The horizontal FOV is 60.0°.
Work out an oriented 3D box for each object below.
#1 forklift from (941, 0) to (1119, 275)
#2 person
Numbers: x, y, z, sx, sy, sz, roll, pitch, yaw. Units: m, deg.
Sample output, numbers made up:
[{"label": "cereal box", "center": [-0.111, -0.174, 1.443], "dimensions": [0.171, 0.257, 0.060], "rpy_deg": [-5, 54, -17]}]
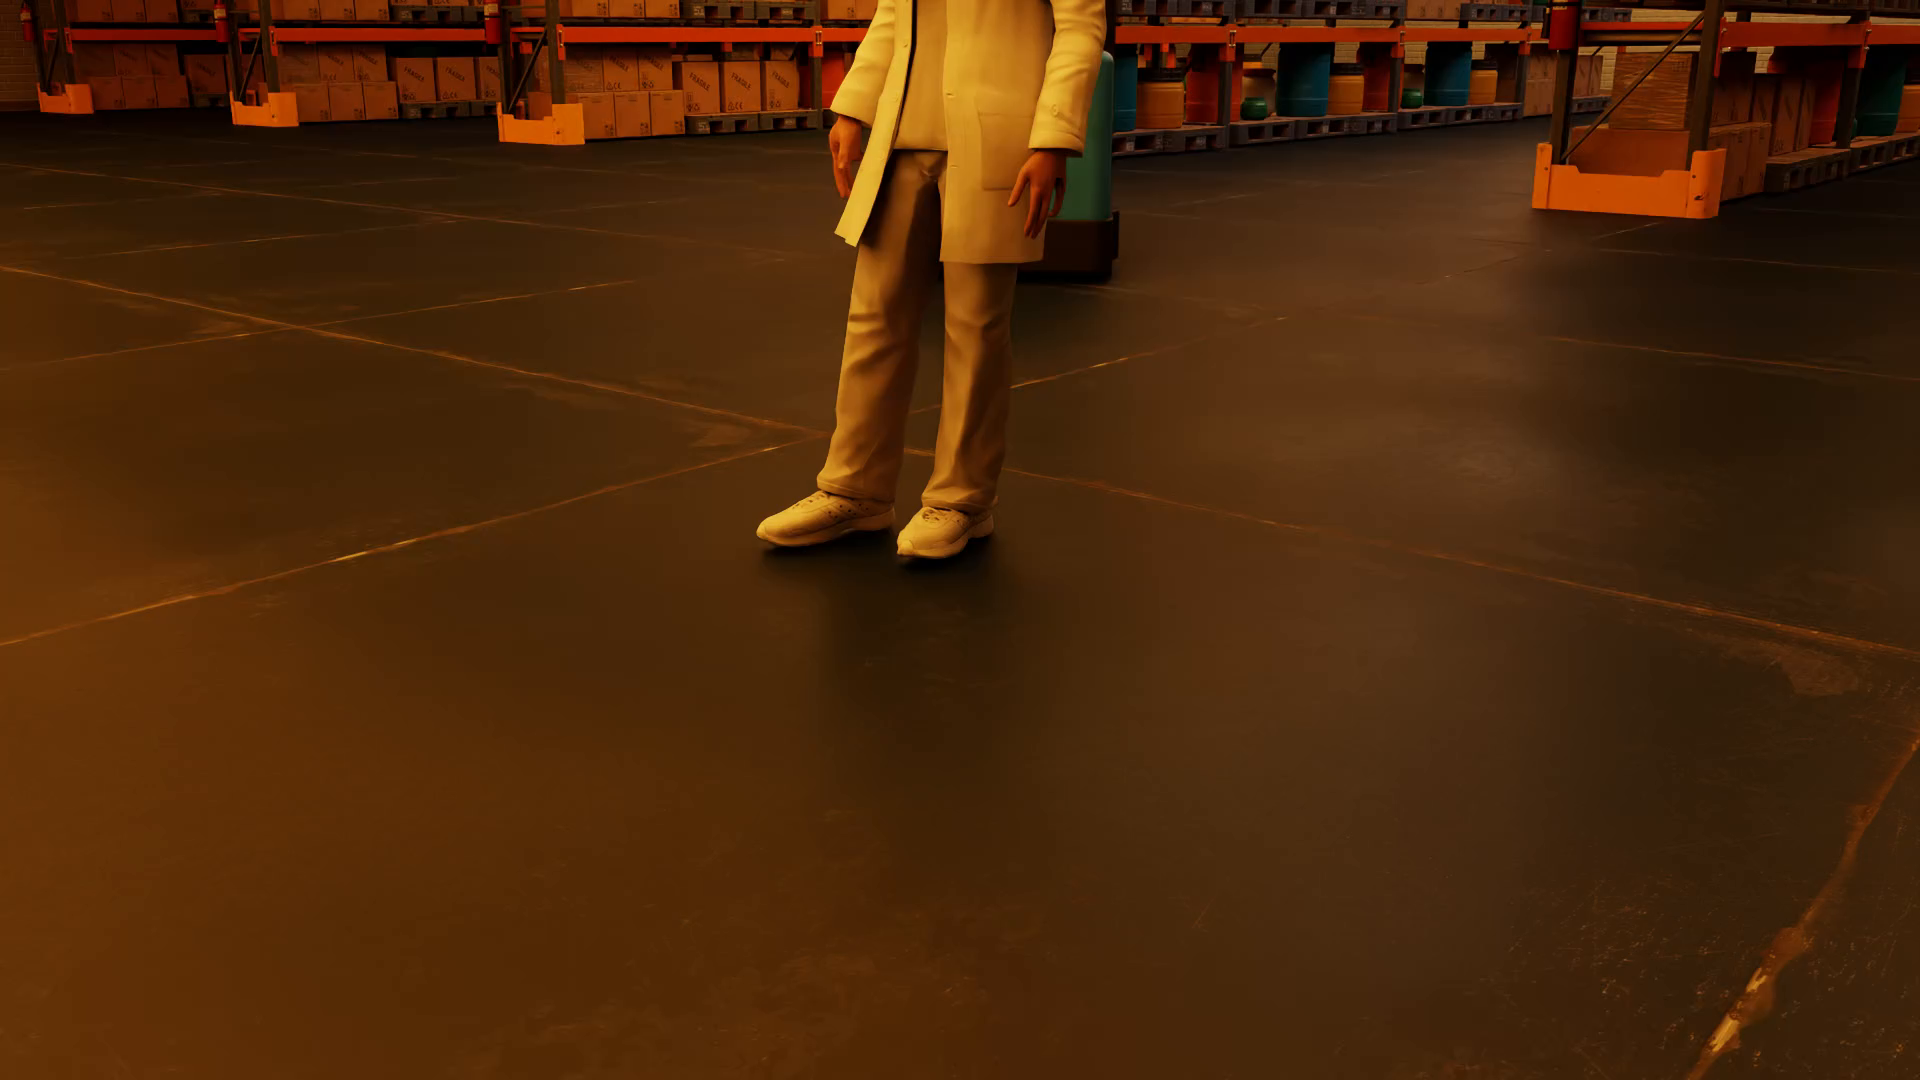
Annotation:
[{"label": "forklift", "center": [0.296, -3.052, 8.948], "dimensions": [1.130, 2.935, 3.031], "rpy_deg": [1, 17, 4]}, {"label": "person", "center": [-0.061, -0.838, 3.618], "dimensions": [0.696, 1.775, 0.581], "rpy_deg": [13, 21, 37]}]
